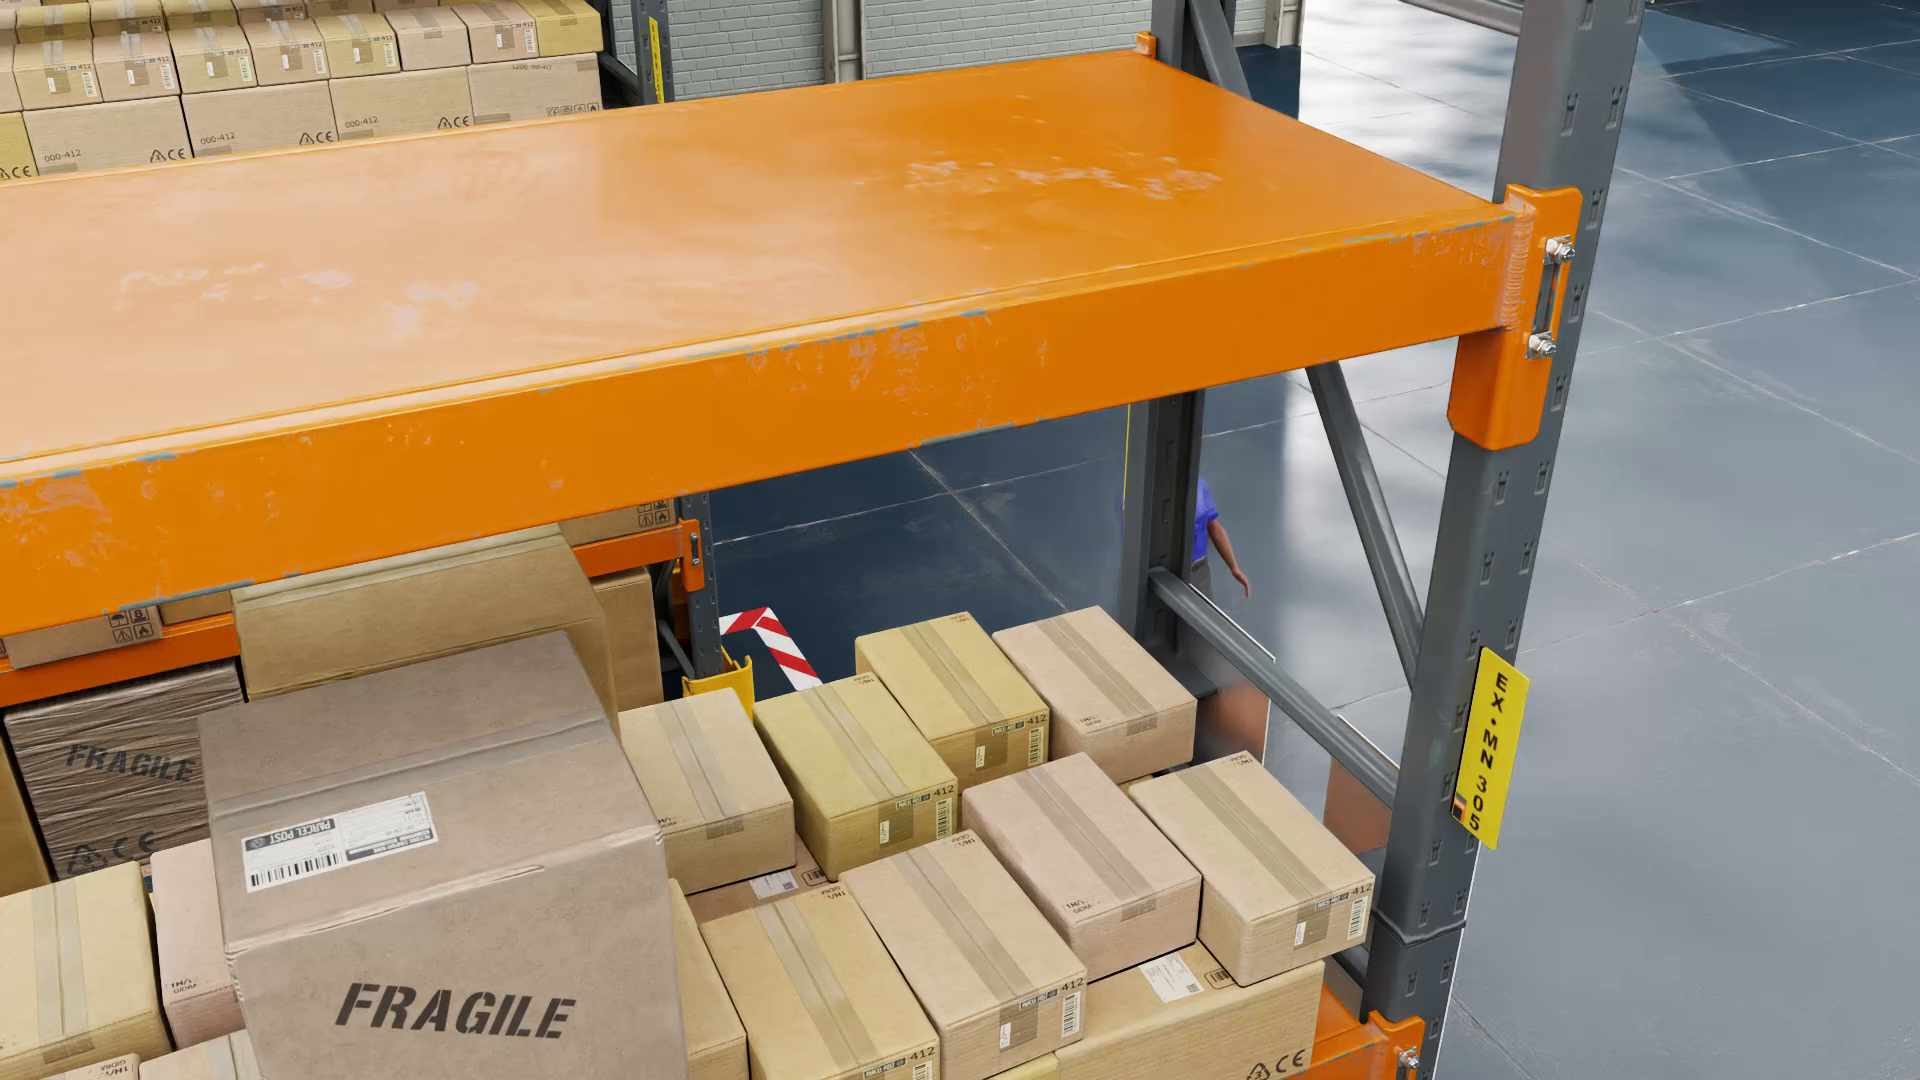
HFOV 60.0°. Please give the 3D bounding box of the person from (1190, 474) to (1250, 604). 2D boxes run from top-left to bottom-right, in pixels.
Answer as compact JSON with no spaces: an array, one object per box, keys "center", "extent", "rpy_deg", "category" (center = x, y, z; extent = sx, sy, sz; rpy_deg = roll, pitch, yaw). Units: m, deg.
[{"center":[1.091,0.247,8.027],"extent":[0.525,1.609,0.743],"rpy_deg":[-20,35,-30],"category":"person"}]
